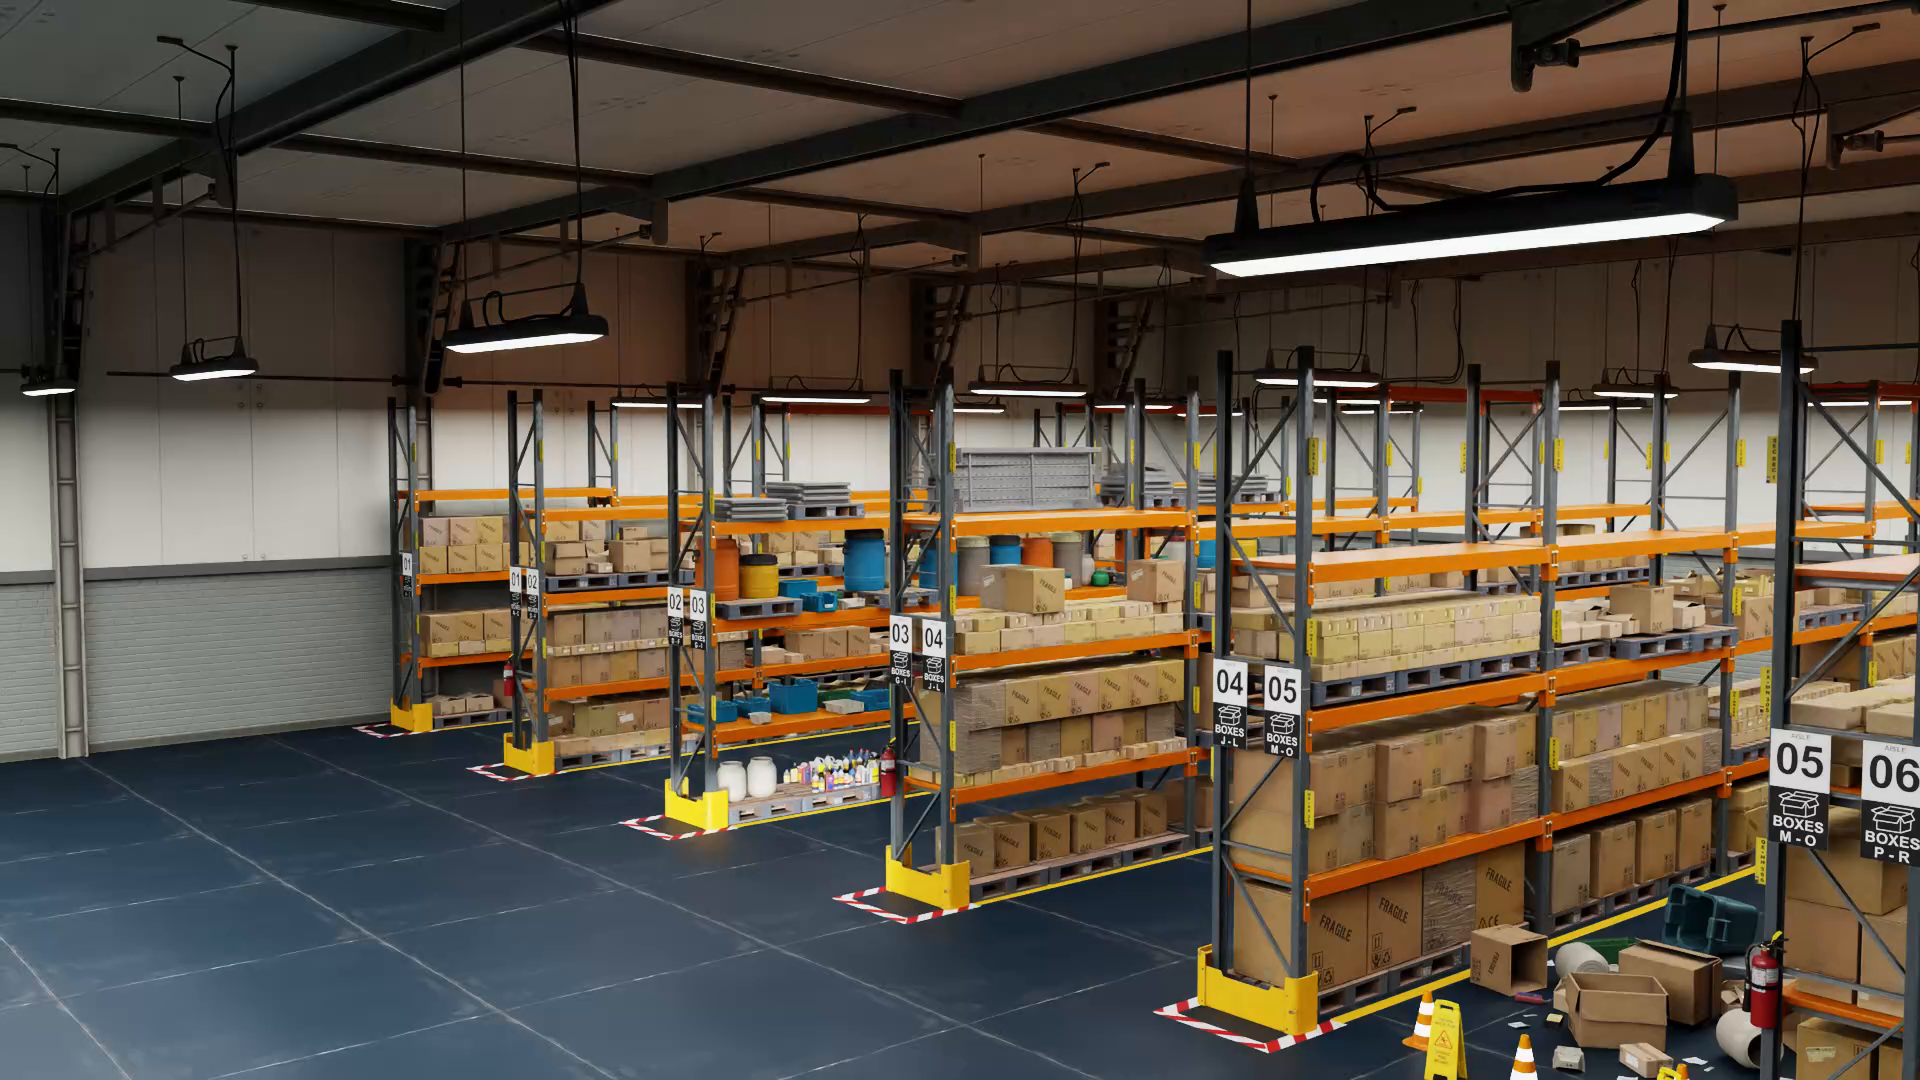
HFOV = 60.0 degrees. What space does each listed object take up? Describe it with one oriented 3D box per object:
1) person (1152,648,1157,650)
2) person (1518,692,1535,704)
[{"bbox_3d":[4.711,1.984,39.091,0.577,1.758,0.655,-3,4,-41],"label":"person"},{"bbox_3d":[7.893,2.917,23.309,0.414,1.776,0.696,1,4,21],"label":"person"}]
